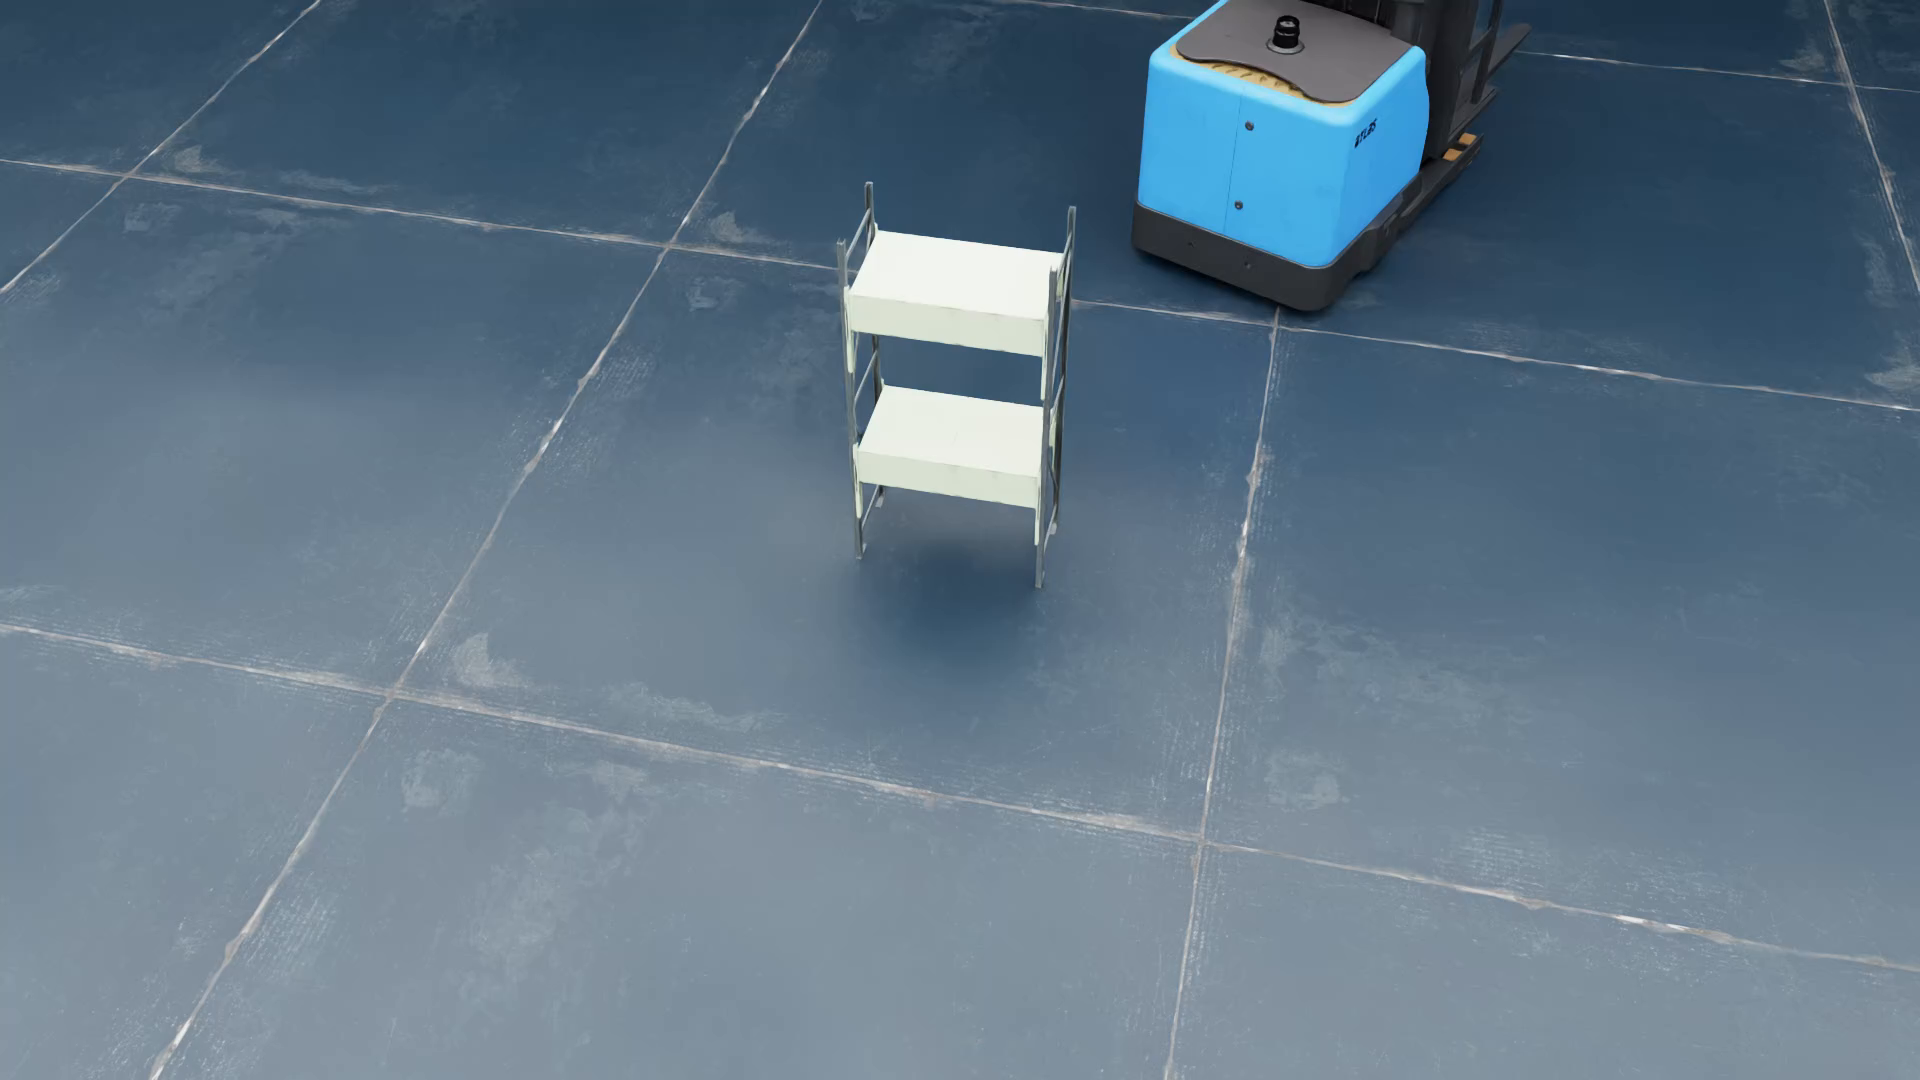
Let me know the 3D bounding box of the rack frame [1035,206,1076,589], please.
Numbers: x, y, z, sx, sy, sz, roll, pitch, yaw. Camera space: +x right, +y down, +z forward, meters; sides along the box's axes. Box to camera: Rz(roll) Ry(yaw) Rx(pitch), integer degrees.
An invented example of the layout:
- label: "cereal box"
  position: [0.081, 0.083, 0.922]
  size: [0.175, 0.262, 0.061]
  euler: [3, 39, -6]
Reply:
- label: "rack frame"
  position: [0.351, -0.486, 6.173]
  size: [0.023, 1.500, 0.400]
  euler: [9, 45, 9]

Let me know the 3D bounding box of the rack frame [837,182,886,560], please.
- label: "rack frame"
  position: [-0.364, -0.597, 6.289]
  size: [0.023, 1.500, 0.400]
  euler: [9, 45, 9]

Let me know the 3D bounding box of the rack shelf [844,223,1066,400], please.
- label: "rack shelf"
  position: [-0.007, -0.823, 5.960]
  size: [0.720, 0.370, 0.431]
  euler: [9, 45, 9]

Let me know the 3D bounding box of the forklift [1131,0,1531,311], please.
- label: "forklift"
  position: [2.105, -3.107, 7.865]
  size: [1.130, 2.935, 3.031]
  euler: [26, 50, 25]

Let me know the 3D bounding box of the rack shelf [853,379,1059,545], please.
- label: "rack shelf"
  position: [-0.007, -0.306, 6.457]
  size: [0.720, 0.370, 0.431]
  euler: [9, 45, 9]

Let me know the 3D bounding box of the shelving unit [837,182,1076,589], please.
- label: "shelving unit"
  position: [-0.007, -0.541, 6.231]
  size: [0.755, 1.500, 0.431]
  euler: [9, 45, 9]
